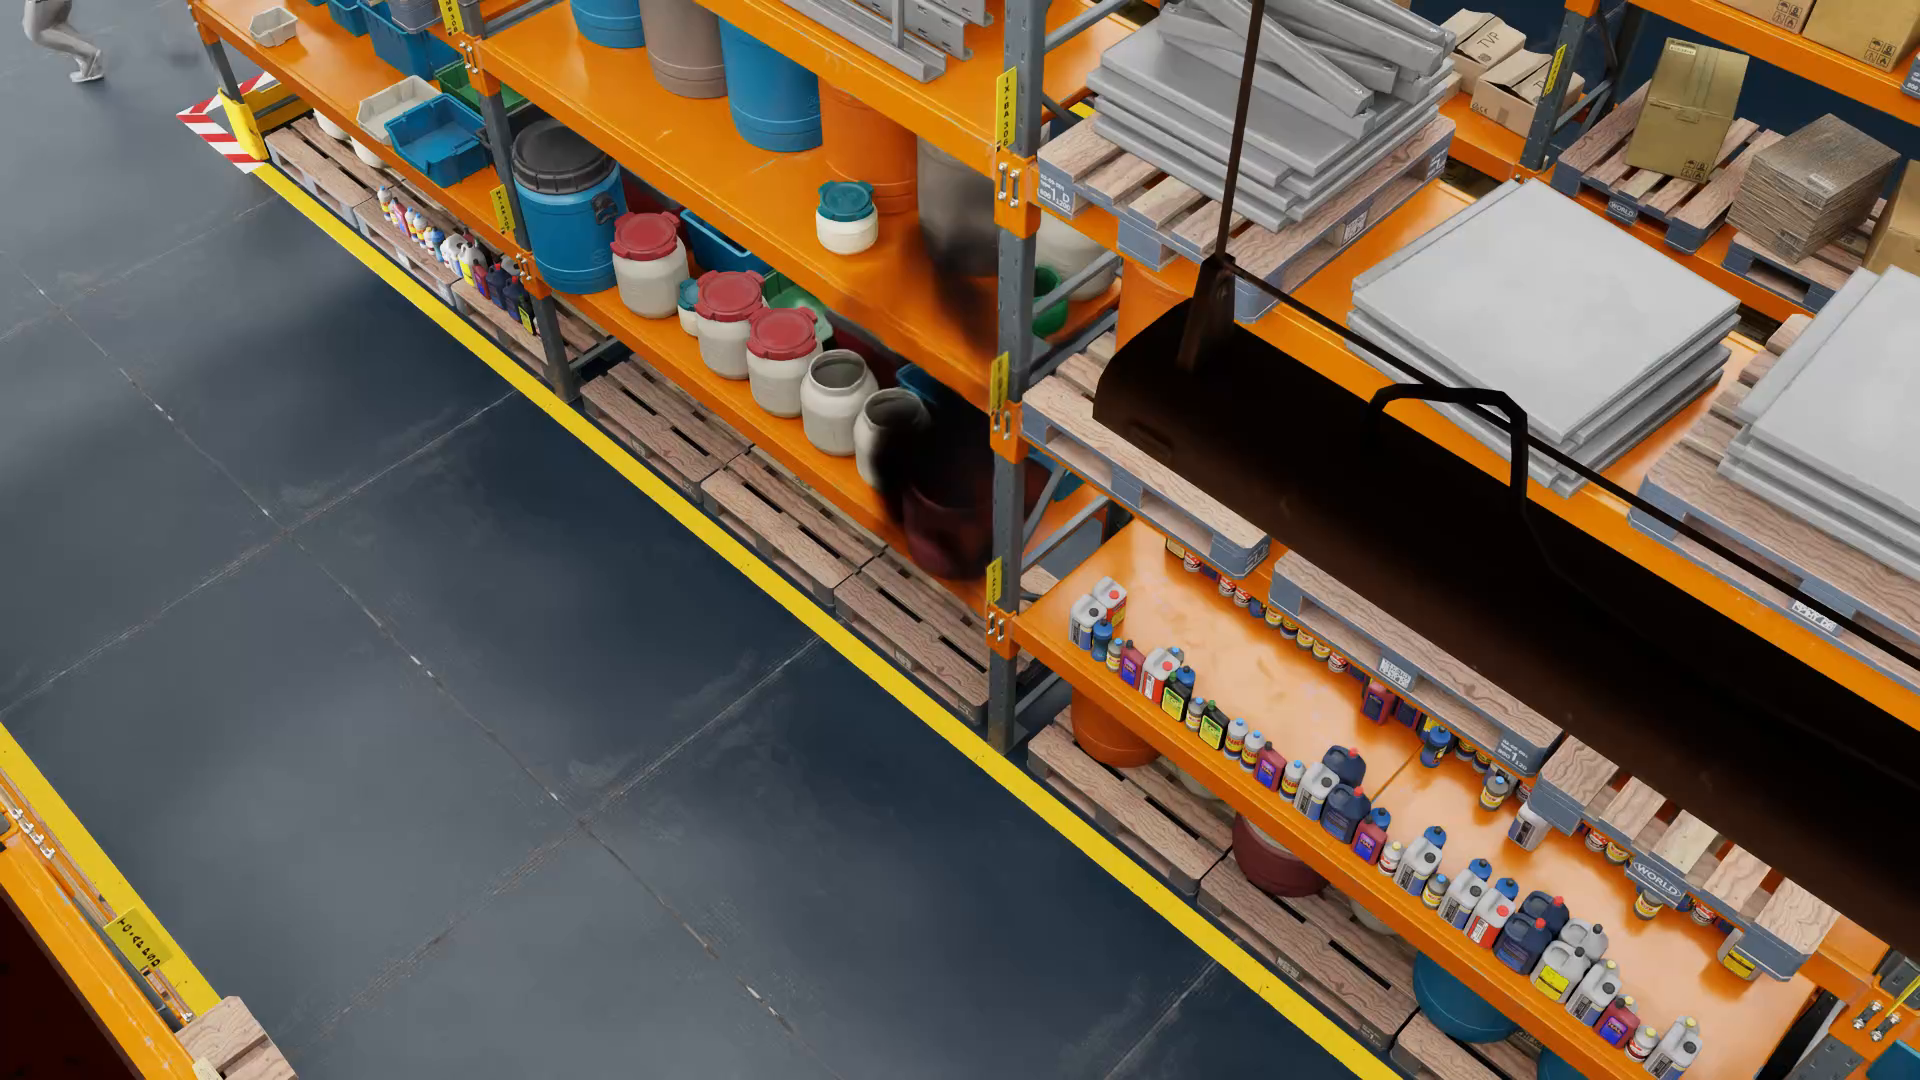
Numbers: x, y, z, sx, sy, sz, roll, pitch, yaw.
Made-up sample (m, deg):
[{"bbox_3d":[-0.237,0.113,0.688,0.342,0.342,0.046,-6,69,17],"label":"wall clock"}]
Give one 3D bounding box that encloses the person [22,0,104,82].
[{"bbox_3d":[-7.117,-4.304,12.939,0.470,1.681,0.688,2,50,2],"label":"person"}]
